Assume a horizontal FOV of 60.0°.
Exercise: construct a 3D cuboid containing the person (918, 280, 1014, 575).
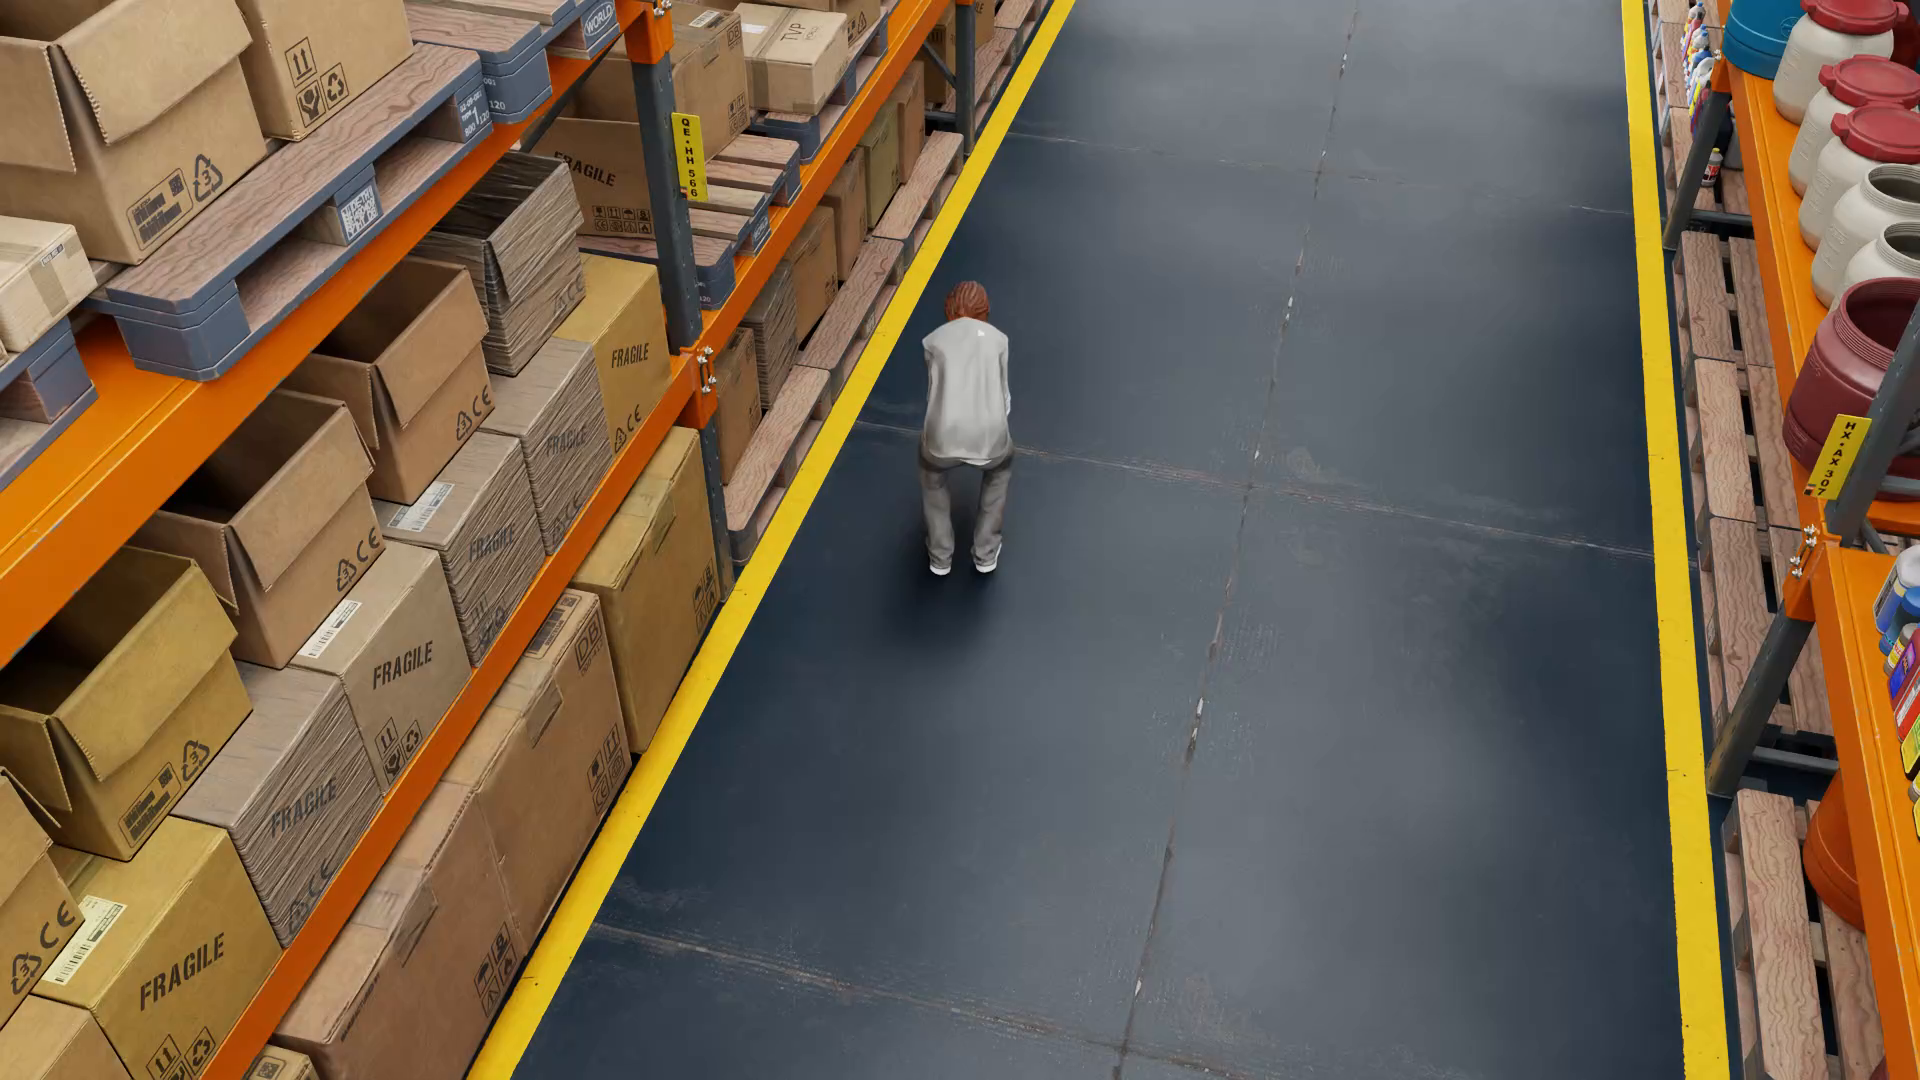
[{"bbox_3d":[0.027,-0.436,7.035,0.402,1.098,0.845,1,42,1],"label":"person"}]
